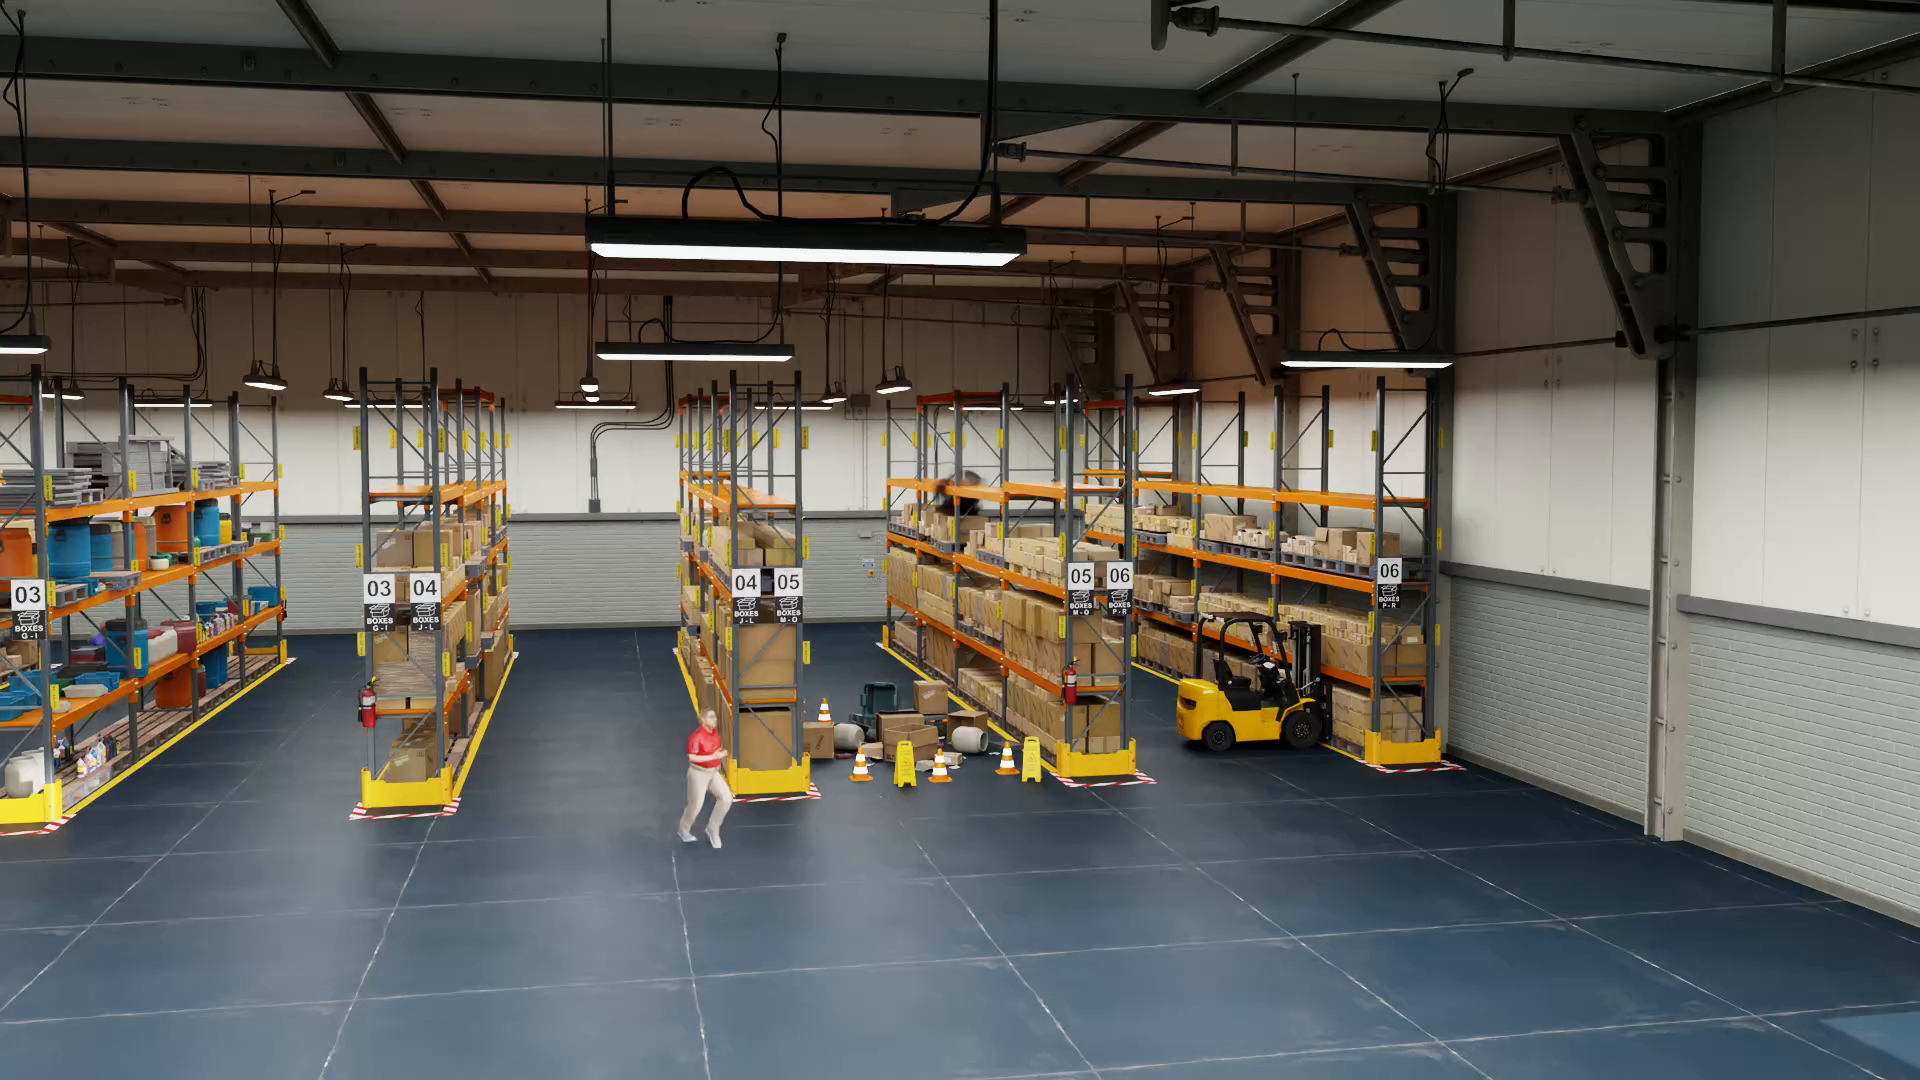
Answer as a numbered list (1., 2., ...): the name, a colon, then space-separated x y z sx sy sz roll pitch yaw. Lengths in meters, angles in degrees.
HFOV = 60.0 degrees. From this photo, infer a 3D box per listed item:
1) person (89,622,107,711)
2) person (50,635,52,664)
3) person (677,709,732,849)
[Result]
1. person: -16.096 2.355 31.310 0.555 1.645 0.975 -1 3 -11
2. person: -20.718 1.986 37.487 0.749 1.700 0.610 0 3 4
3. person: -3.150 2.937 20.475 0.853 1.751 0.689 2 4 33
